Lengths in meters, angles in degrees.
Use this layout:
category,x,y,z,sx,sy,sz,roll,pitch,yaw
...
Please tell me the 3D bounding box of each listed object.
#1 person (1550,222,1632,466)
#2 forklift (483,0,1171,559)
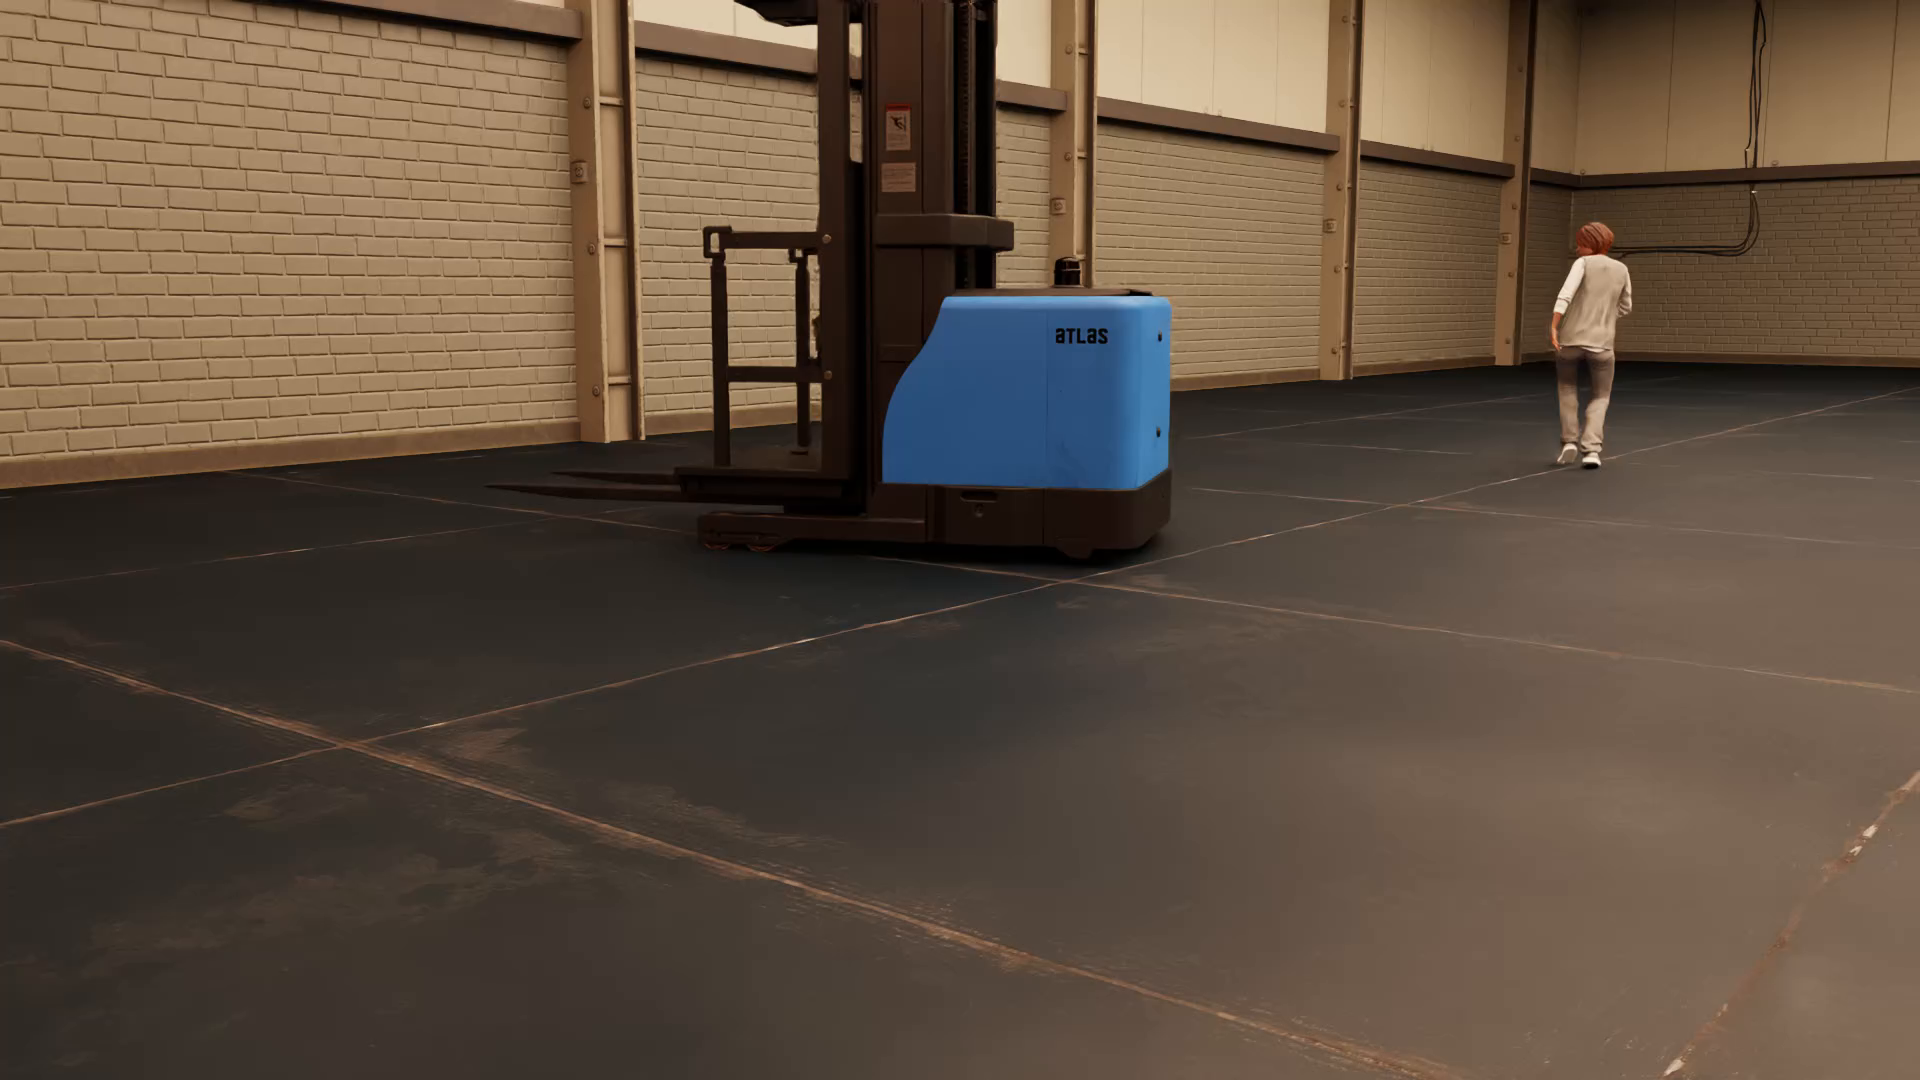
category,x,y,z,sx,sy,sz,roll,pitch,yaw
person,3.985,-1.210,10.540,0.513,1.580,0.689,2,9,14
forklift,-0.624,-1.467,7.306,3.031,2.935,1.130,2,9,15
